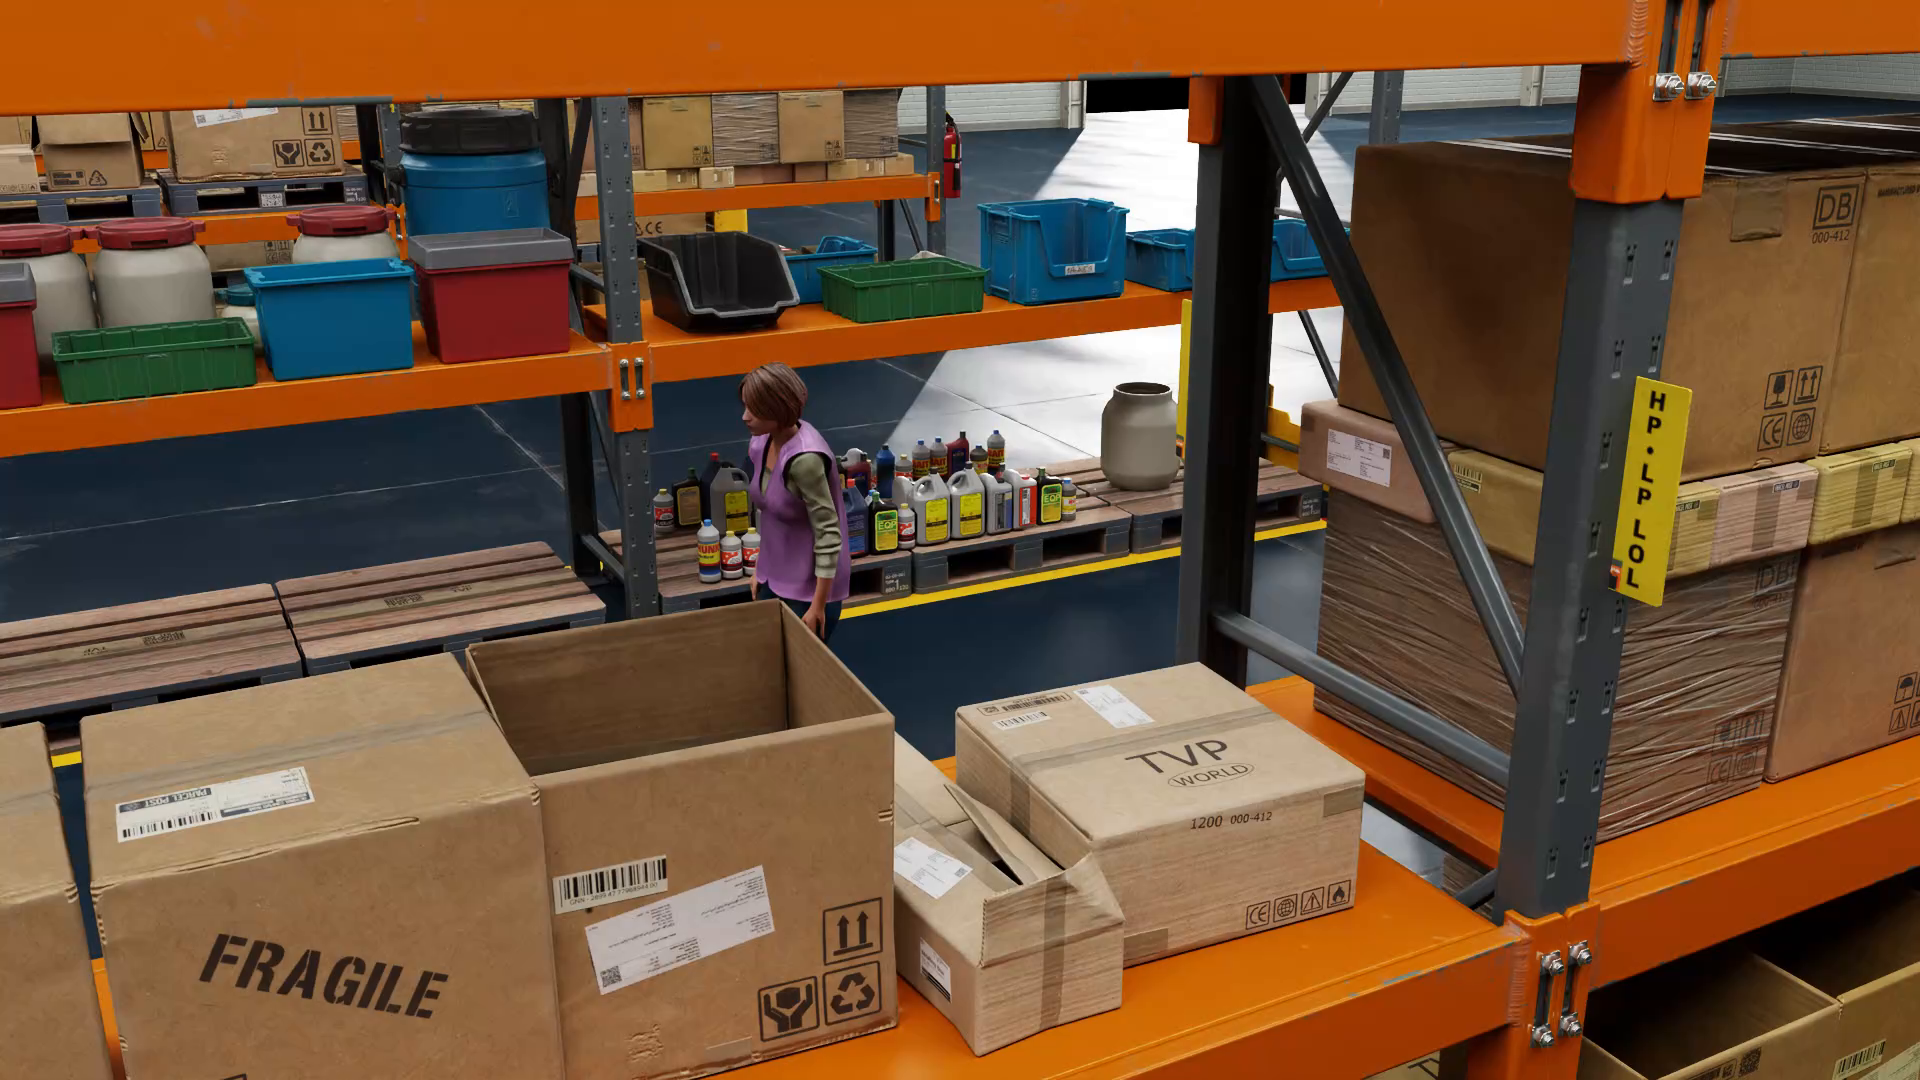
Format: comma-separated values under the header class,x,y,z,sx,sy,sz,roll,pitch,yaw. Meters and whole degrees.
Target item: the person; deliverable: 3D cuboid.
class,x,y,z,sx,sy,sz,roll,pitch,yaw
person,-0.557,0.176,5.564,0.347,1.591,0.482,-11,22,-30
